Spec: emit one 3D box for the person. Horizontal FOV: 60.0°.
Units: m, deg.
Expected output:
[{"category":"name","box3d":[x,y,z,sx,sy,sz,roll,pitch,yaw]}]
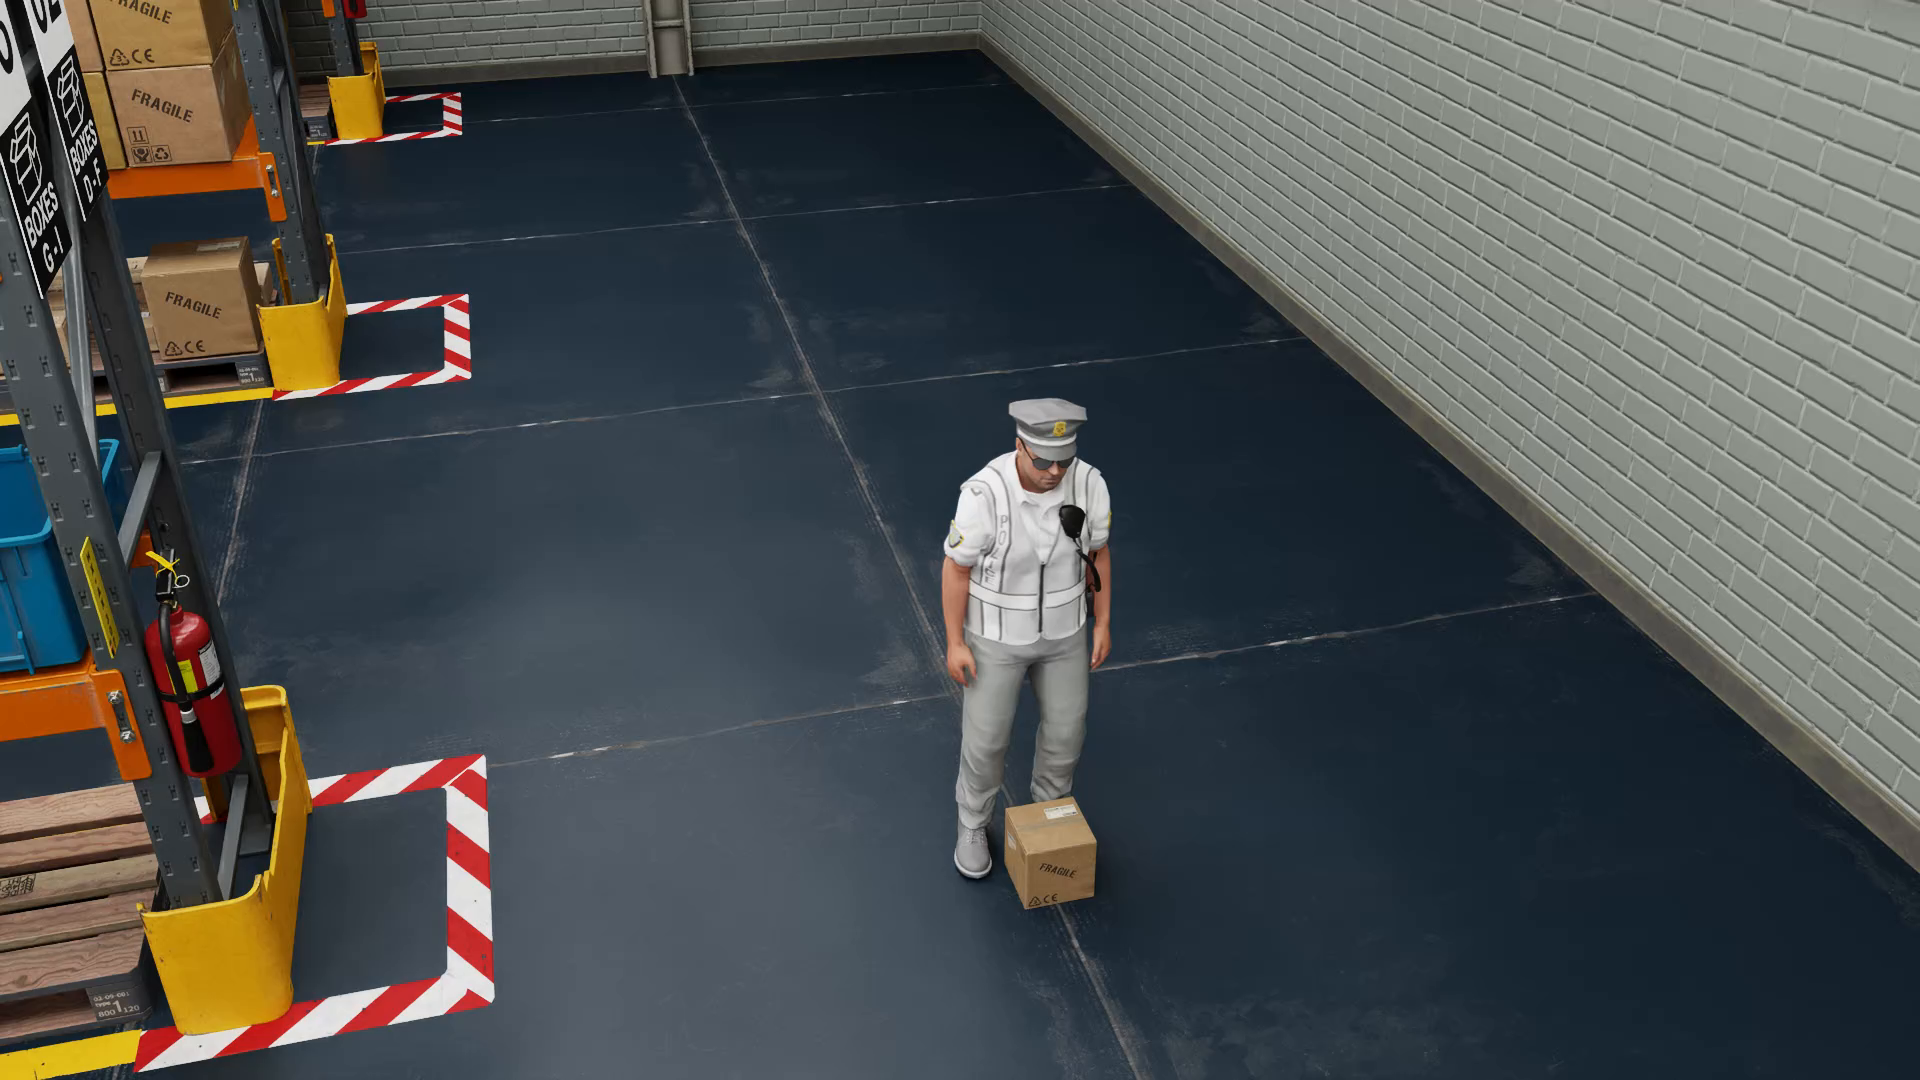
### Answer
[{"category":"person","box3d":[0.226,0.301,5.602,0.586,1.748,0.439,-8,31,-13]}]
